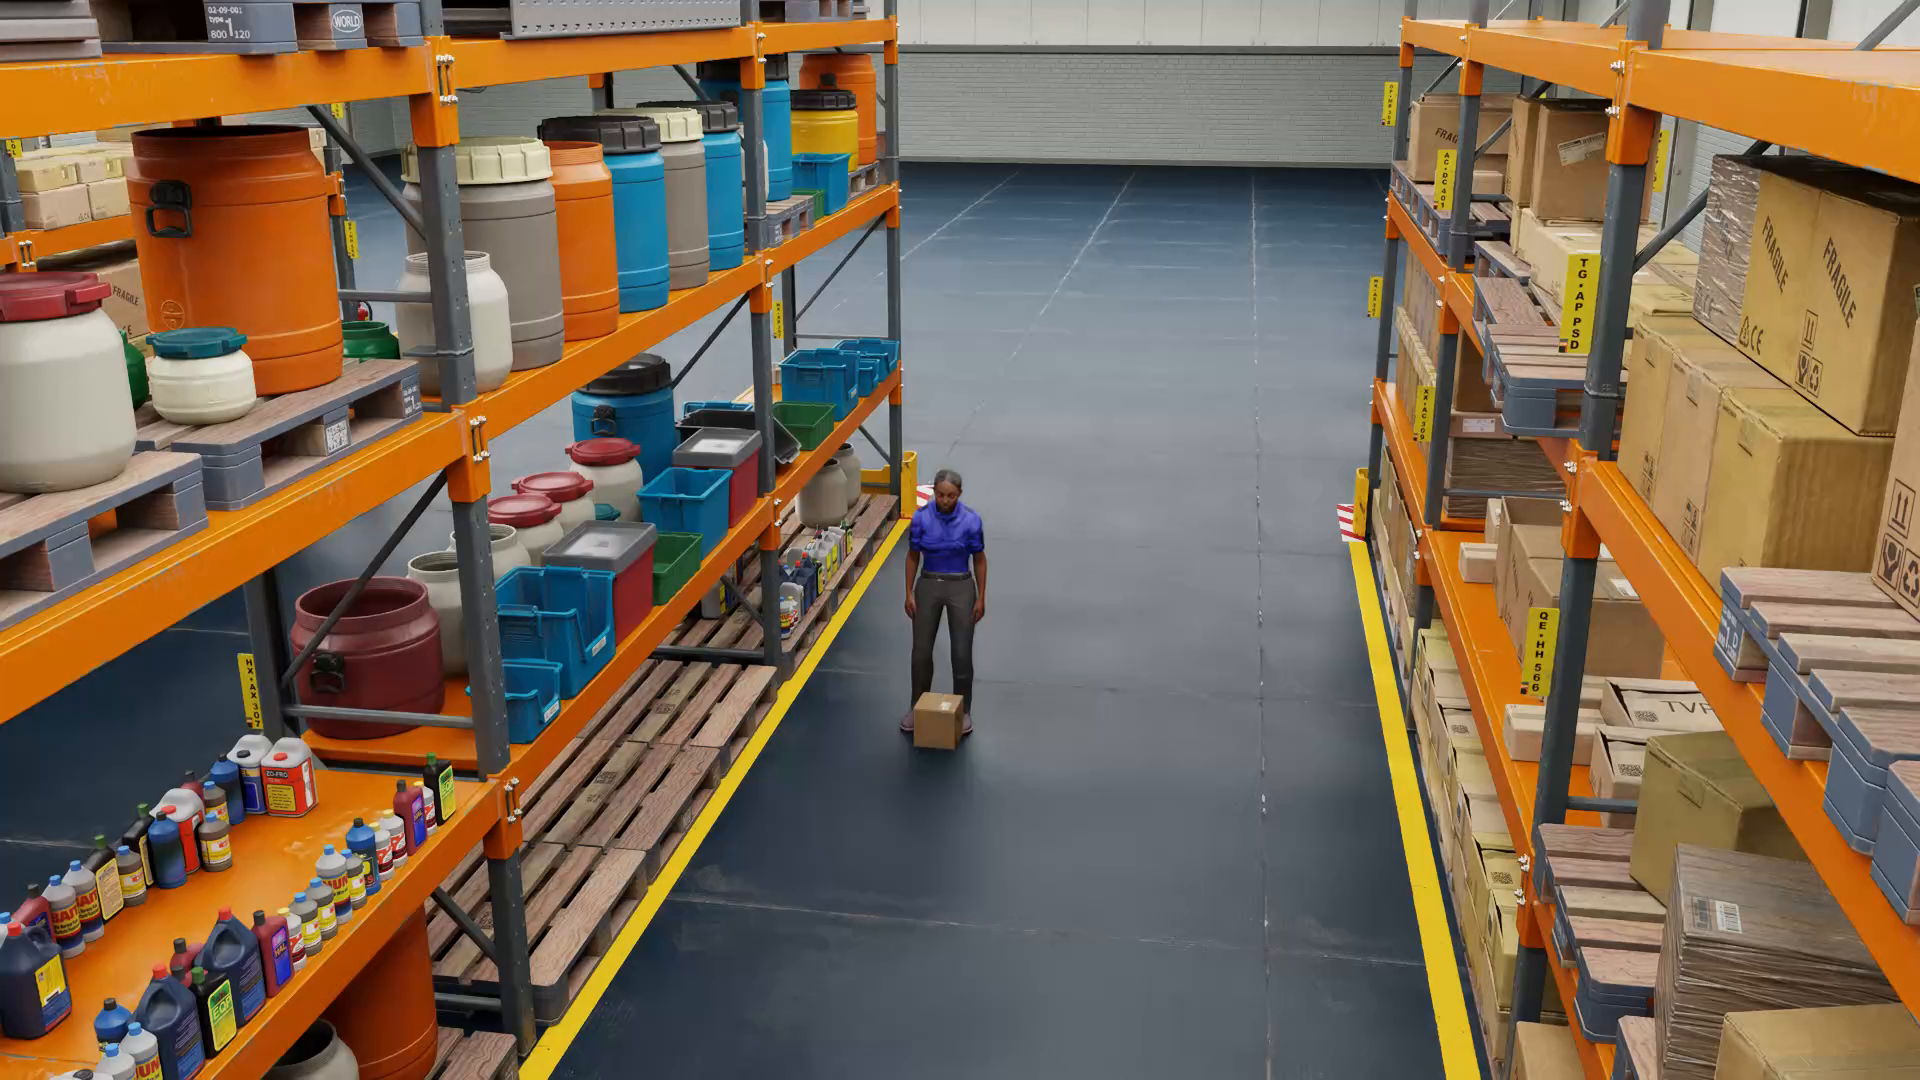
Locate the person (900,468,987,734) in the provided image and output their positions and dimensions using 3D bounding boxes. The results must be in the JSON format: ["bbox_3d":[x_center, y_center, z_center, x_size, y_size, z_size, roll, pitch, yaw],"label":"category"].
[{"bbox_3d":[-0.100,0.347,9.998,0.518,1.653,0.349,2,18,6],"label":"person"}]
